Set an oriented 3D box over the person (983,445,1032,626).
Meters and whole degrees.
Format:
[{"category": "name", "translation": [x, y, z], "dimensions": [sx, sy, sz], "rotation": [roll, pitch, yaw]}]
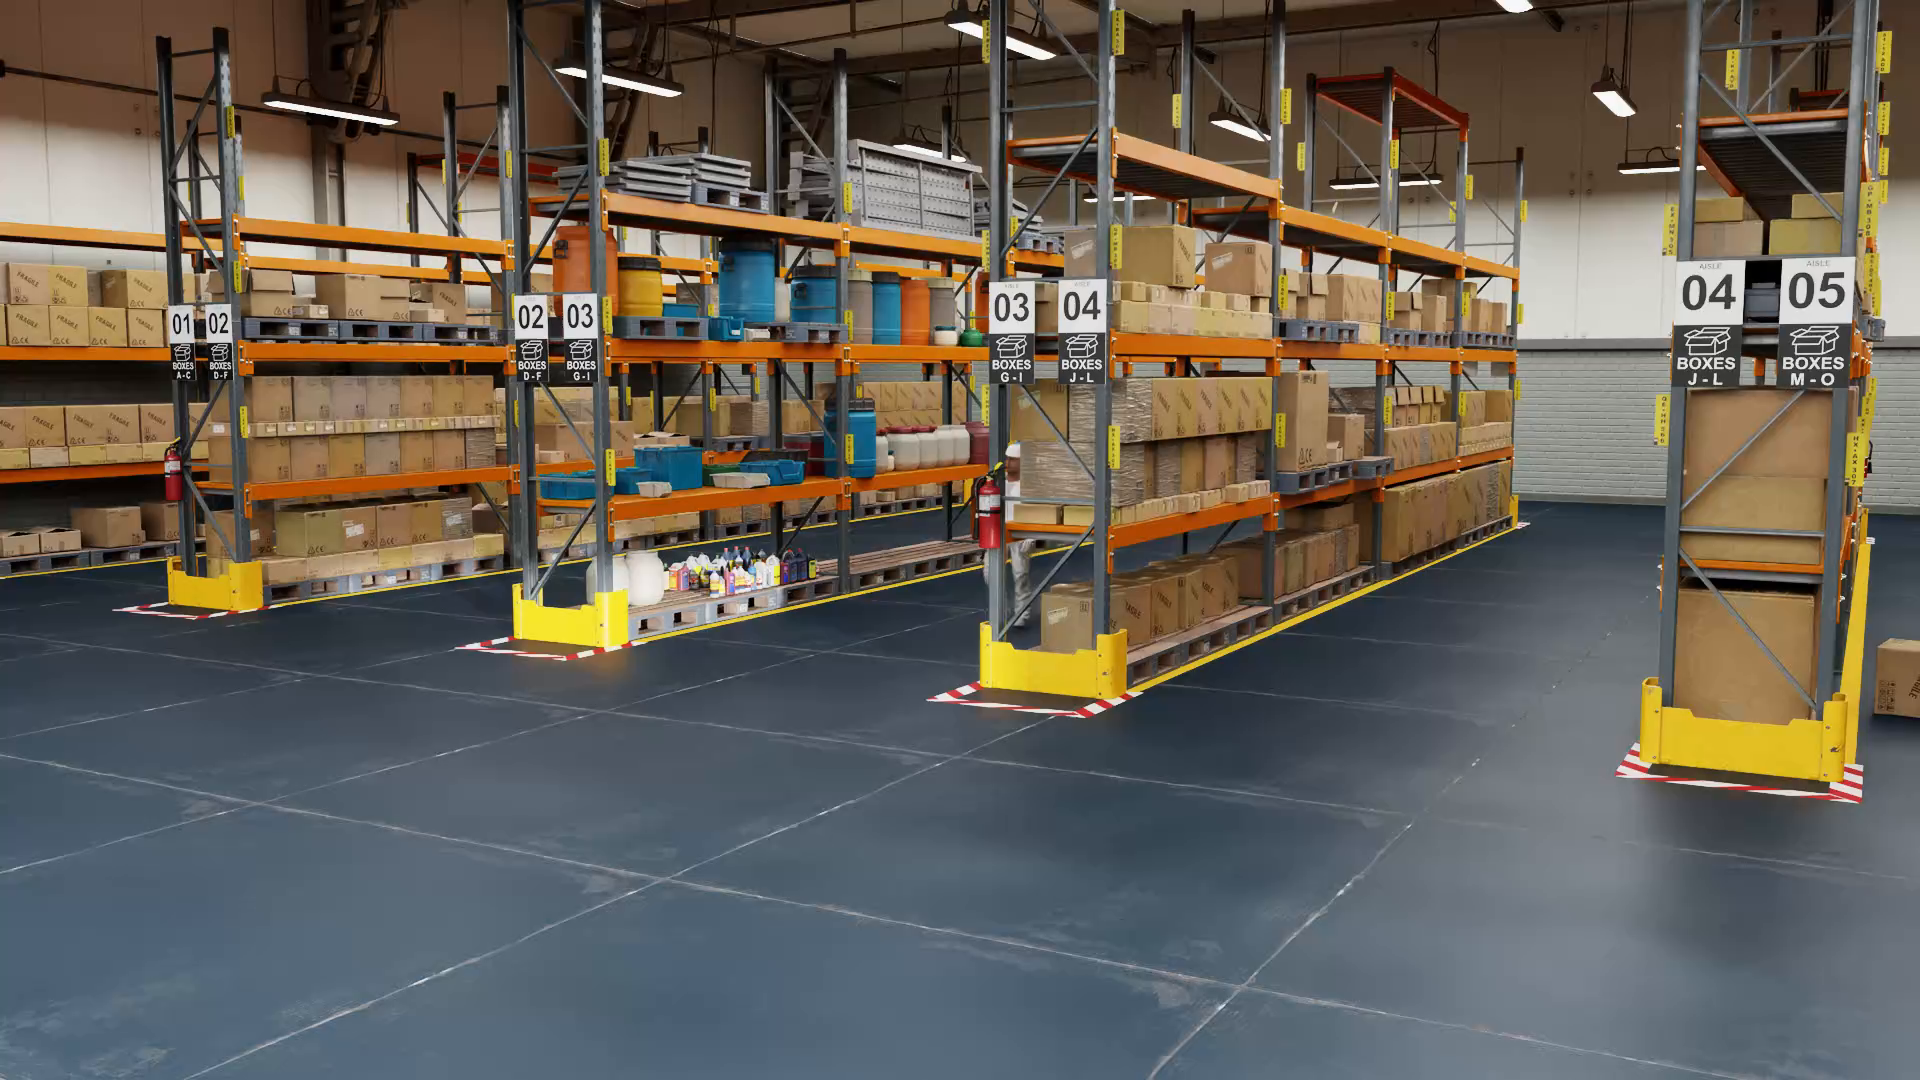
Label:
[{"category": "person", "translation": [0.499, 0.001, 16.033], "dimensions": [0.564, 1.842, 0.526], "rotation": [2, 6, 22]}]
